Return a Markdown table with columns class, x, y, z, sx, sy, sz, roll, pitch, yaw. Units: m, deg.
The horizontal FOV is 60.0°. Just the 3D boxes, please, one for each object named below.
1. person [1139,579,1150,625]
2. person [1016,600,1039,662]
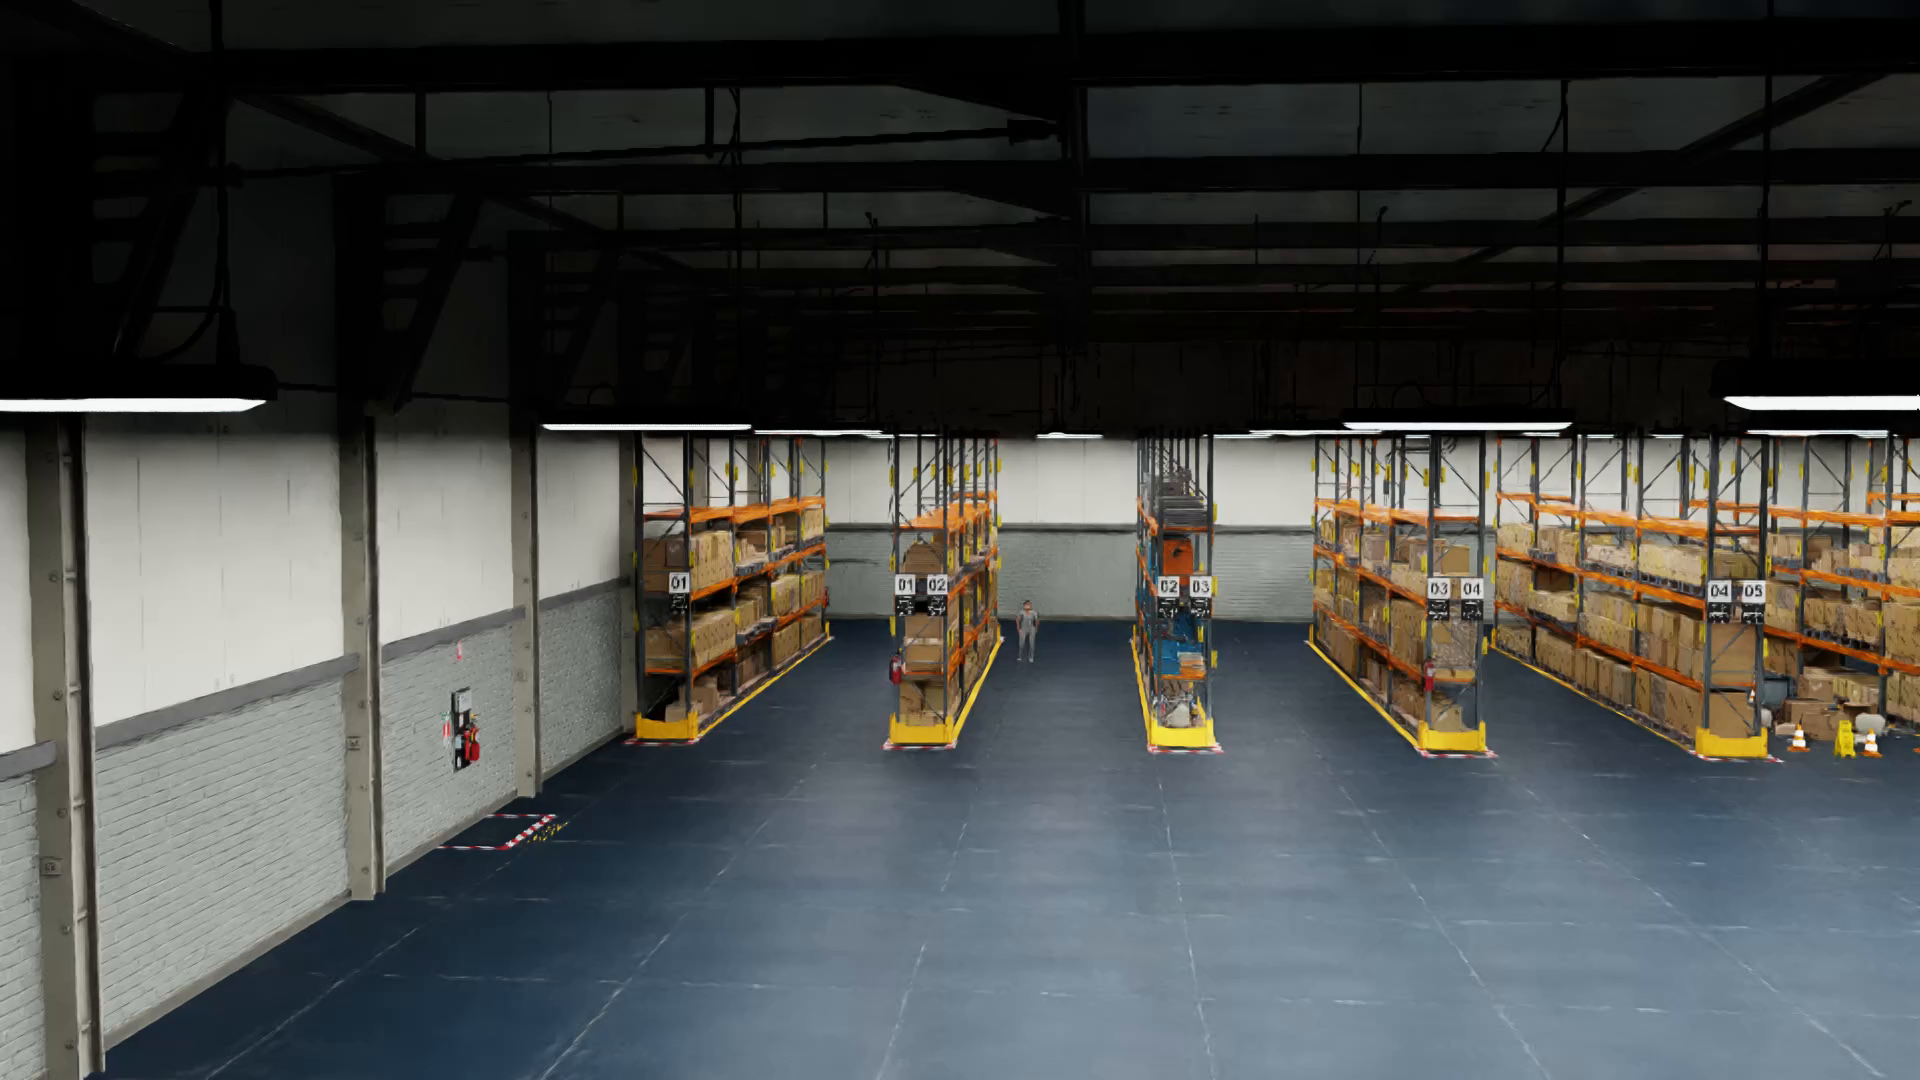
| class | x | y | z | sx | sy | sz | roll | pitch | yaw |
| --- | --- | --- | --- | --- | --- | --- | --- | --- | --- |
| person | 5.823 | 1.772 | 51.132 | 0.620 | 1.784 | 0.566 | -2 | 4 | -32 |
| person | 1.741 | 2.341 | 42.949 | 0.580 | 1.619 | 0.507 | 0 | 3 | 2 |
